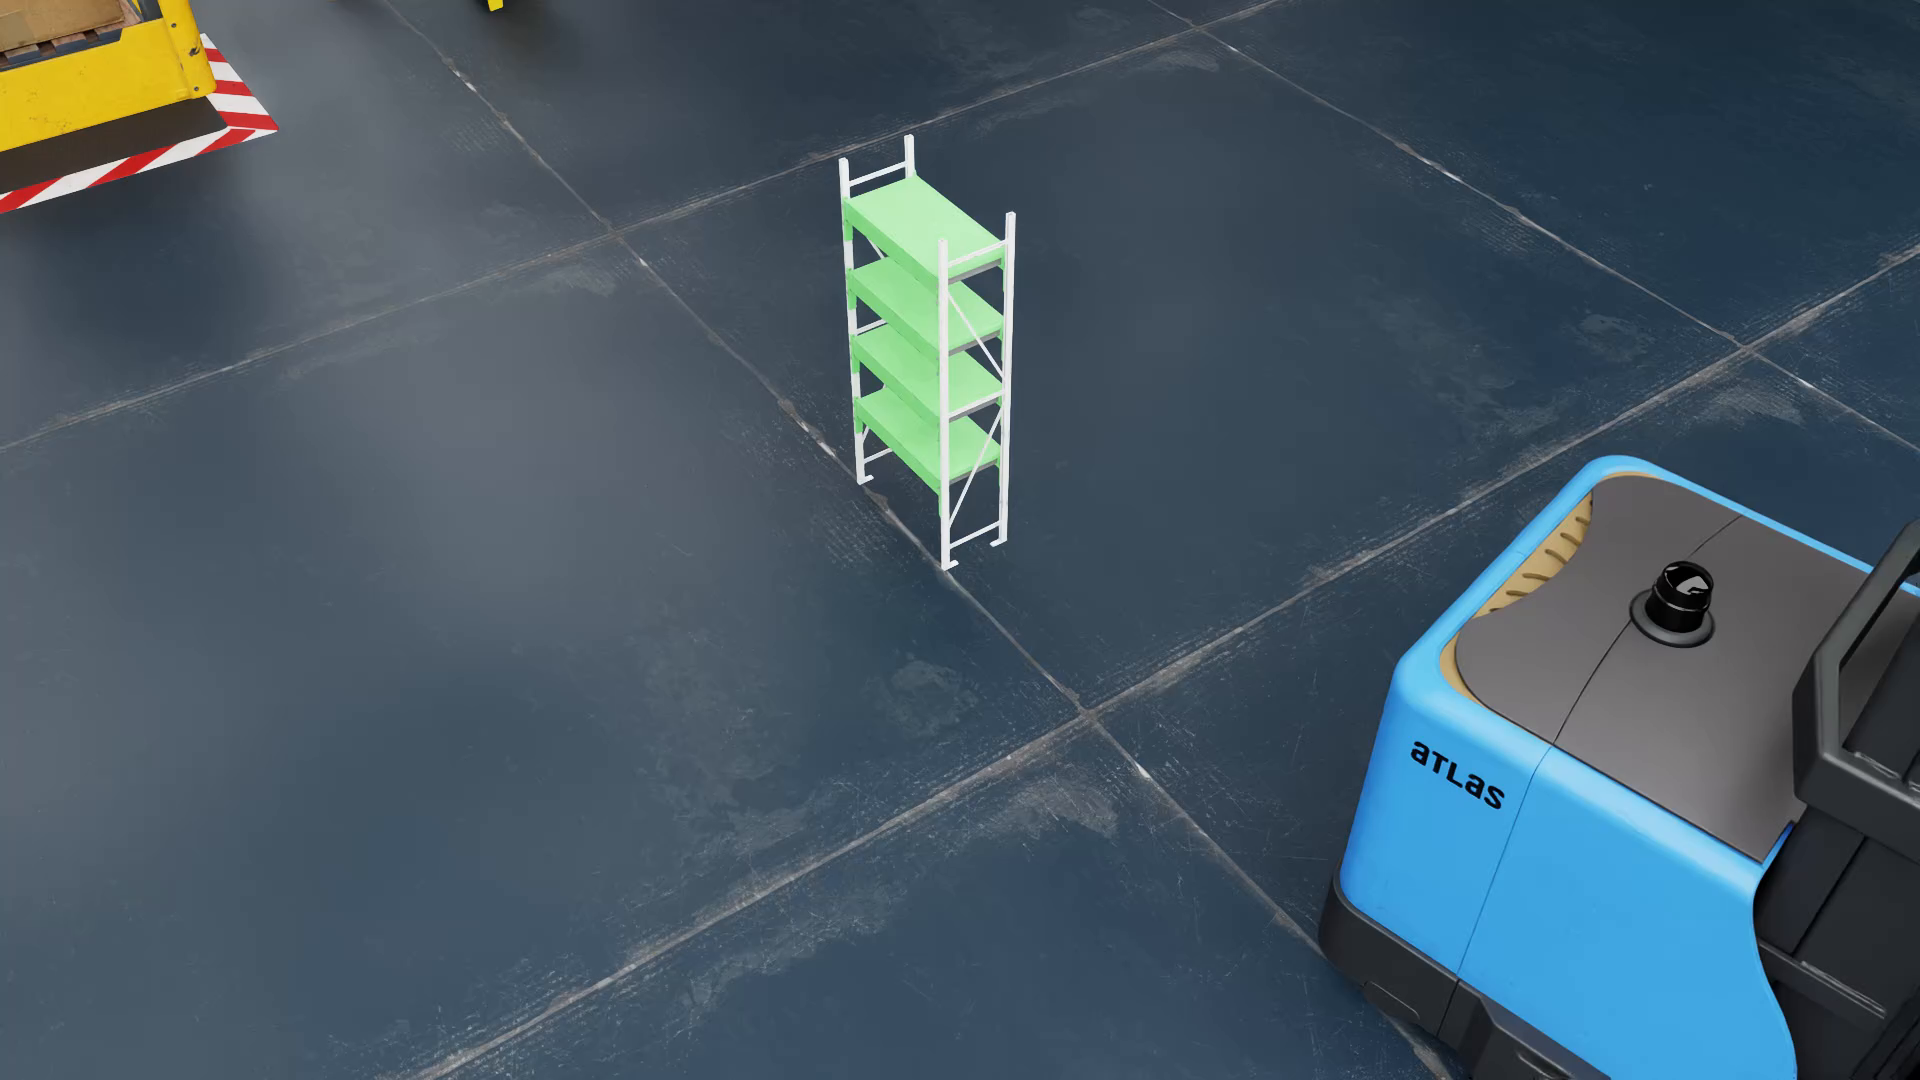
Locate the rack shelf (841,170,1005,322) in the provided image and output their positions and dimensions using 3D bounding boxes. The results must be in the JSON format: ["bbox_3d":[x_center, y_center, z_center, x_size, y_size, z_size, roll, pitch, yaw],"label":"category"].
[{"bbox_3d":[-0.095,-0.829,4.647,0.258,0.148,0.480,-26,49,-24],"label":"rack shelf"}]

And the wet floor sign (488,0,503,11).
[{"bbox_3d":[-2.204,-2.855,7.774,0.267,0.644,0.232,-35,53,-31],"label":"wet floor sign"}]

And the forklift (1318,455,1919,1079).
[{"bbox_3d":[2.317,0.419,2.688,3.031,2.935,1.130,32,52,29],"label":"forklift"}]

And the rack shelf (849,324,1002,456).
[{"bbox_3d":[-0.095,-0.482,4.978,0.258,0.148,0.480,-26,49,-24],"label":"rack shelf"}]

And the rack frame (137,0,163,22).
[{"bbox_3d":[-3.845,-2.941,6.158,1.000,3.000,0.127,-26,49,-24],"label":"rack frame"}]

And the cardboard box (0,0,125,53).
[{"bbox_3d":[-4.287,-2.682,7.122,0.875,0.875,0.875,-25,49,-24],"label":"cardboard box"}]

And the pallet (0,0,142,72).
[{"bbox_3d":[-4.366,-2.354,7.563,1.003,0.211,1.213,-26,49,-24],"label":"pallet"}]

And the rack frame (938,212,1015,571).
[{"bbox_3d":[0.045,-0.390,4.789,0.240,1.200,0.015,-26,49,-24],"label":"rack frame"}]

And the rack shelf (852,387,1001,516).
[{"bbox_3d":[-0.095,-0.308,5.144,0.258,0.148,0.480,-26,49,-24],"label":"rack shelf"}]

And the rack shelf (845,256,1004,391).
[{"bbox_3d":[-0.095,-0.655,4.812,0.258,0.148,0.480,-26,49,-24],"label":"rack shelf"}]

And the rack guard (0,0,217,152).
[{"bbox_3d":[-3.831,-2.023,7.007,1.175,0.500,0.348,-26,49,-24],"label":"rack guard"}]

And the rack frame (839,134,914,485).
[{"bbox_3d":[-0.234,-0.666,5.079,0.240,1.200,0.015,-26,49,-24],"label":"rack frame"}]

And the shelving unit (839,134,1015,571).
[{"bbox_3d":[-0.095,-0.528,4.934,0.258,1.200,0.503,-26,49,-24],"label":"shelving unit"}]
